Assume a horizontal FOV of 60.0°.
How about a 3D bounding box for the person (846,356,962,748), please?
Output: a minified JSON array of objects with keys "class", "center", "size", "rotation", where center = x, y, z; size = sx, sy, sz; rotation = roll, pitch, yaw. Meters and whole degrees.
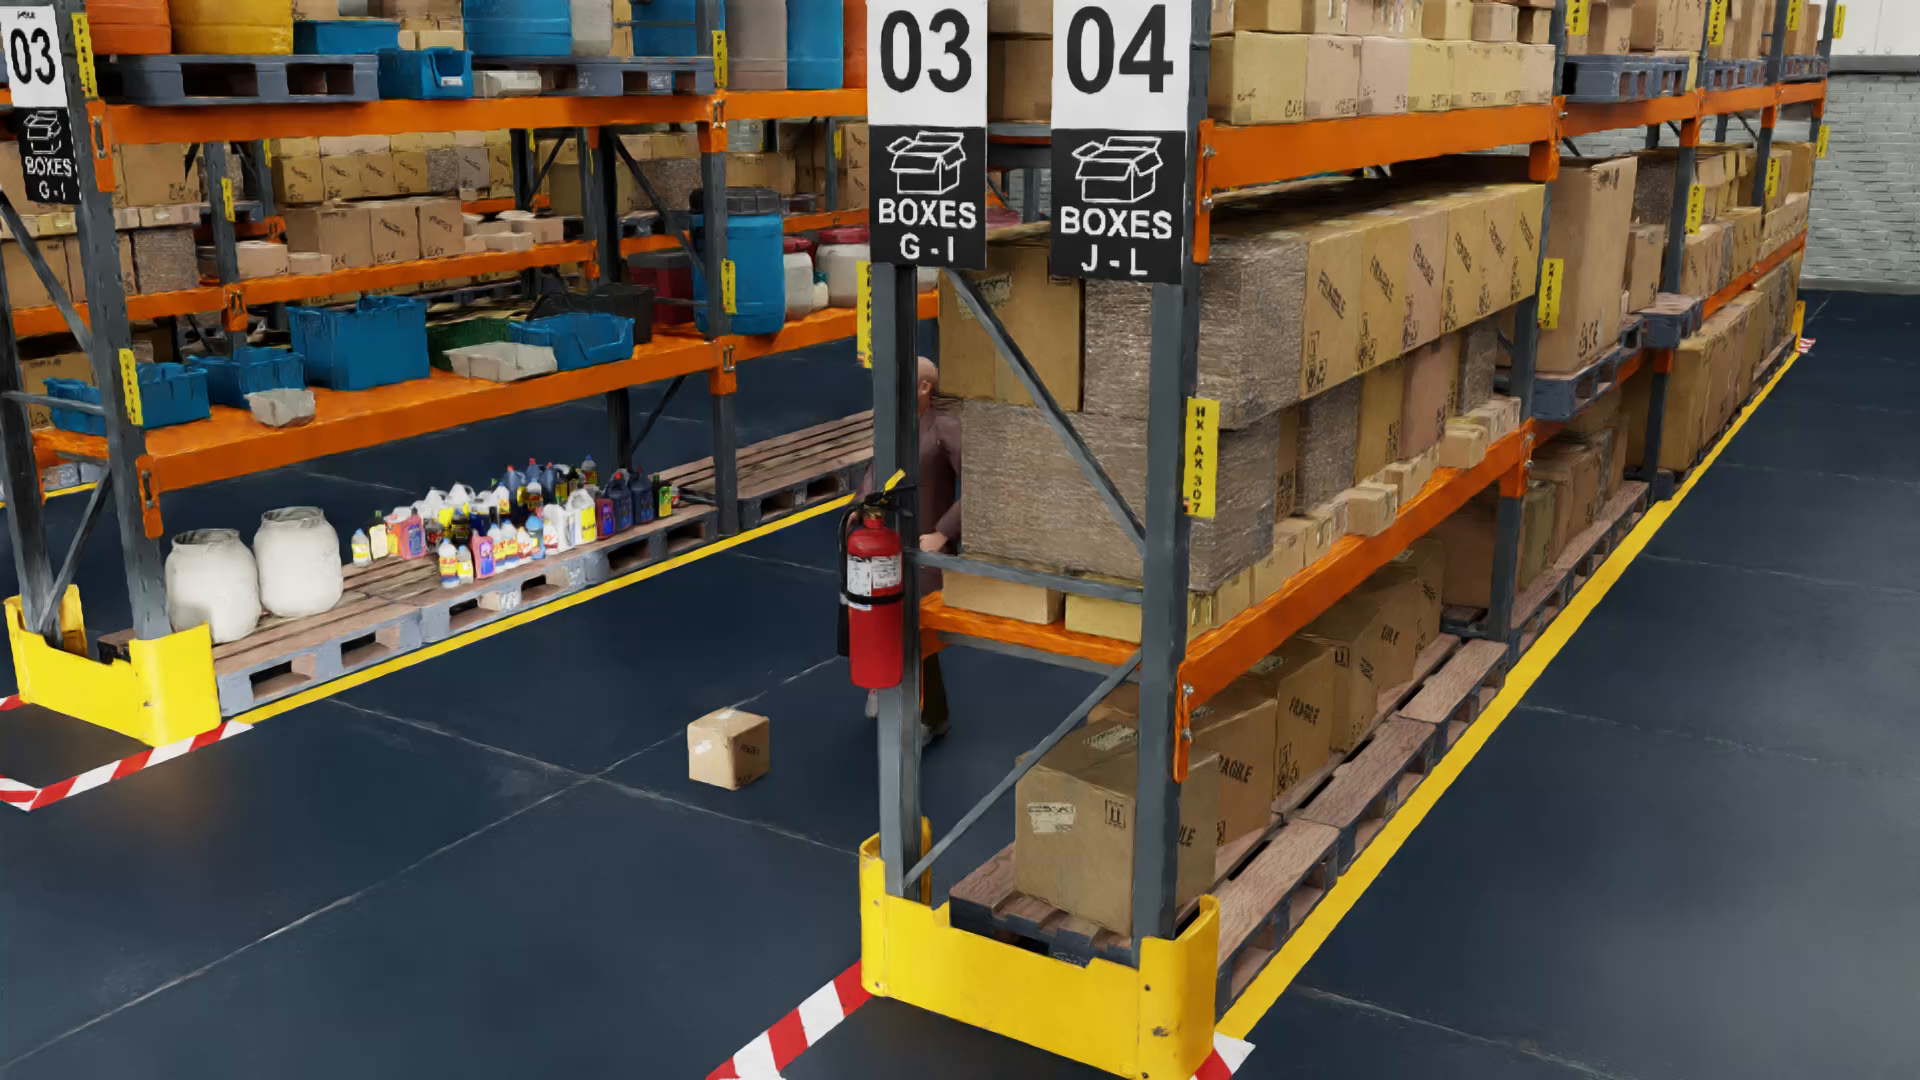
[{"class":"person","center":[-0.226,0.077,7.414],"size":[0.785,1.715,0.517],"rotation":[12,20,36]}]
